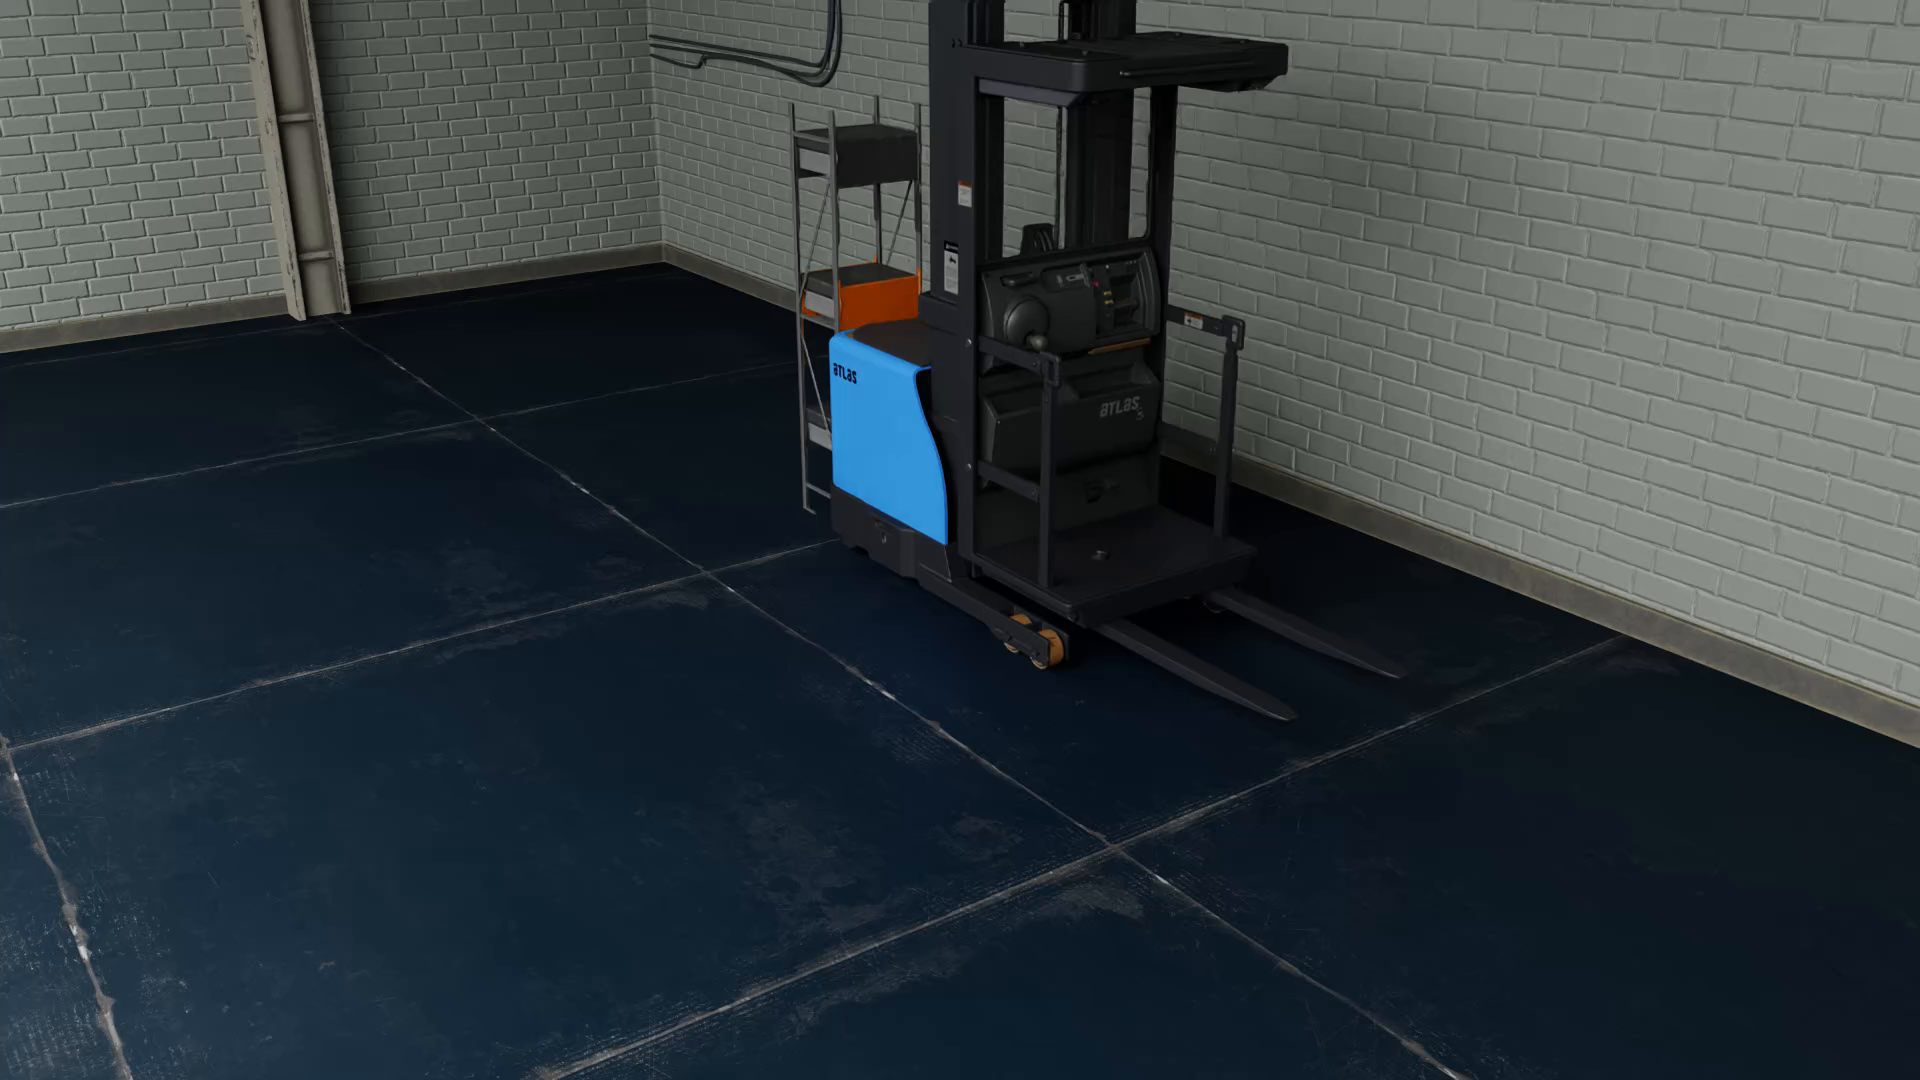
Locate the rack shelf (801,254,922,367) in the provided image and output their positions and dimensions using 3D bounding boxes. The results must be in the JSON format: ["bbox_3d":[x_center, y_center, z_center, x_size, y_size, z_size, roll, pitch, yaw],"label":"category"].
[{"bbox_3d":[-0.508,-1.124,8.417,0.480,0.518,0.431,-15,26,-33],"label":"rack shelf"}]

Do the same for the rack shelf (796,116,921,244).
[{"bbox_3d":[-0.508,-1.774,8.158,0.480,0.518,0.431,-15,26,-33],"label":"rack shelf"}]

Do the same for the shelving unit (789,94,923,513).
[{"bbox_3d":[-0.508,-1.137,8.412,0.503,2.100,0.431,-15,26,-33],"label":"shelving unit"}]

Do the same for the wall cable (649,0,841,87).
[{"bbox_3d":[-1.750,-4.720,12.272,0.112,2.526,3.097,-15,26,-33],"label":"wall cable"}]

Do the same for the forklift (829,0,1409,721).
[{"bbox_3d":[0.610,-1.019,6.996,1.130,2.935,3.031,-15,26,-32],"label":"forklift"}]

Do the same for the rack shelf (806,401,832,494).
[{"bbox_3d":[-0.508,-0.474,8.676,0.480,0.518,0.431,-15,26,-33],"label":"rack shelf"}]

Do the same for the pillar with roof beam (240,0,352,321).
[{"bbox_3d":[-2.399,-4.627,7.850,0.400,9.000,9.100,-15,26,-33],"label":"pillar with roof beam"}]

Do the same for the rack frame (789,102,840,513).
[{"bbox_3d":[-0.706,-1.084,8.279,0.015,2.100,0.400,-15,26,-33],"label":"rack frame"}]

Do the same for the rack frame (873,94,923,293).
[{"bbox_3d":[-0.311,-1.190,8.545,0.015,2.100,0.400,-15,26,-33],"label":"rack frame"}]
